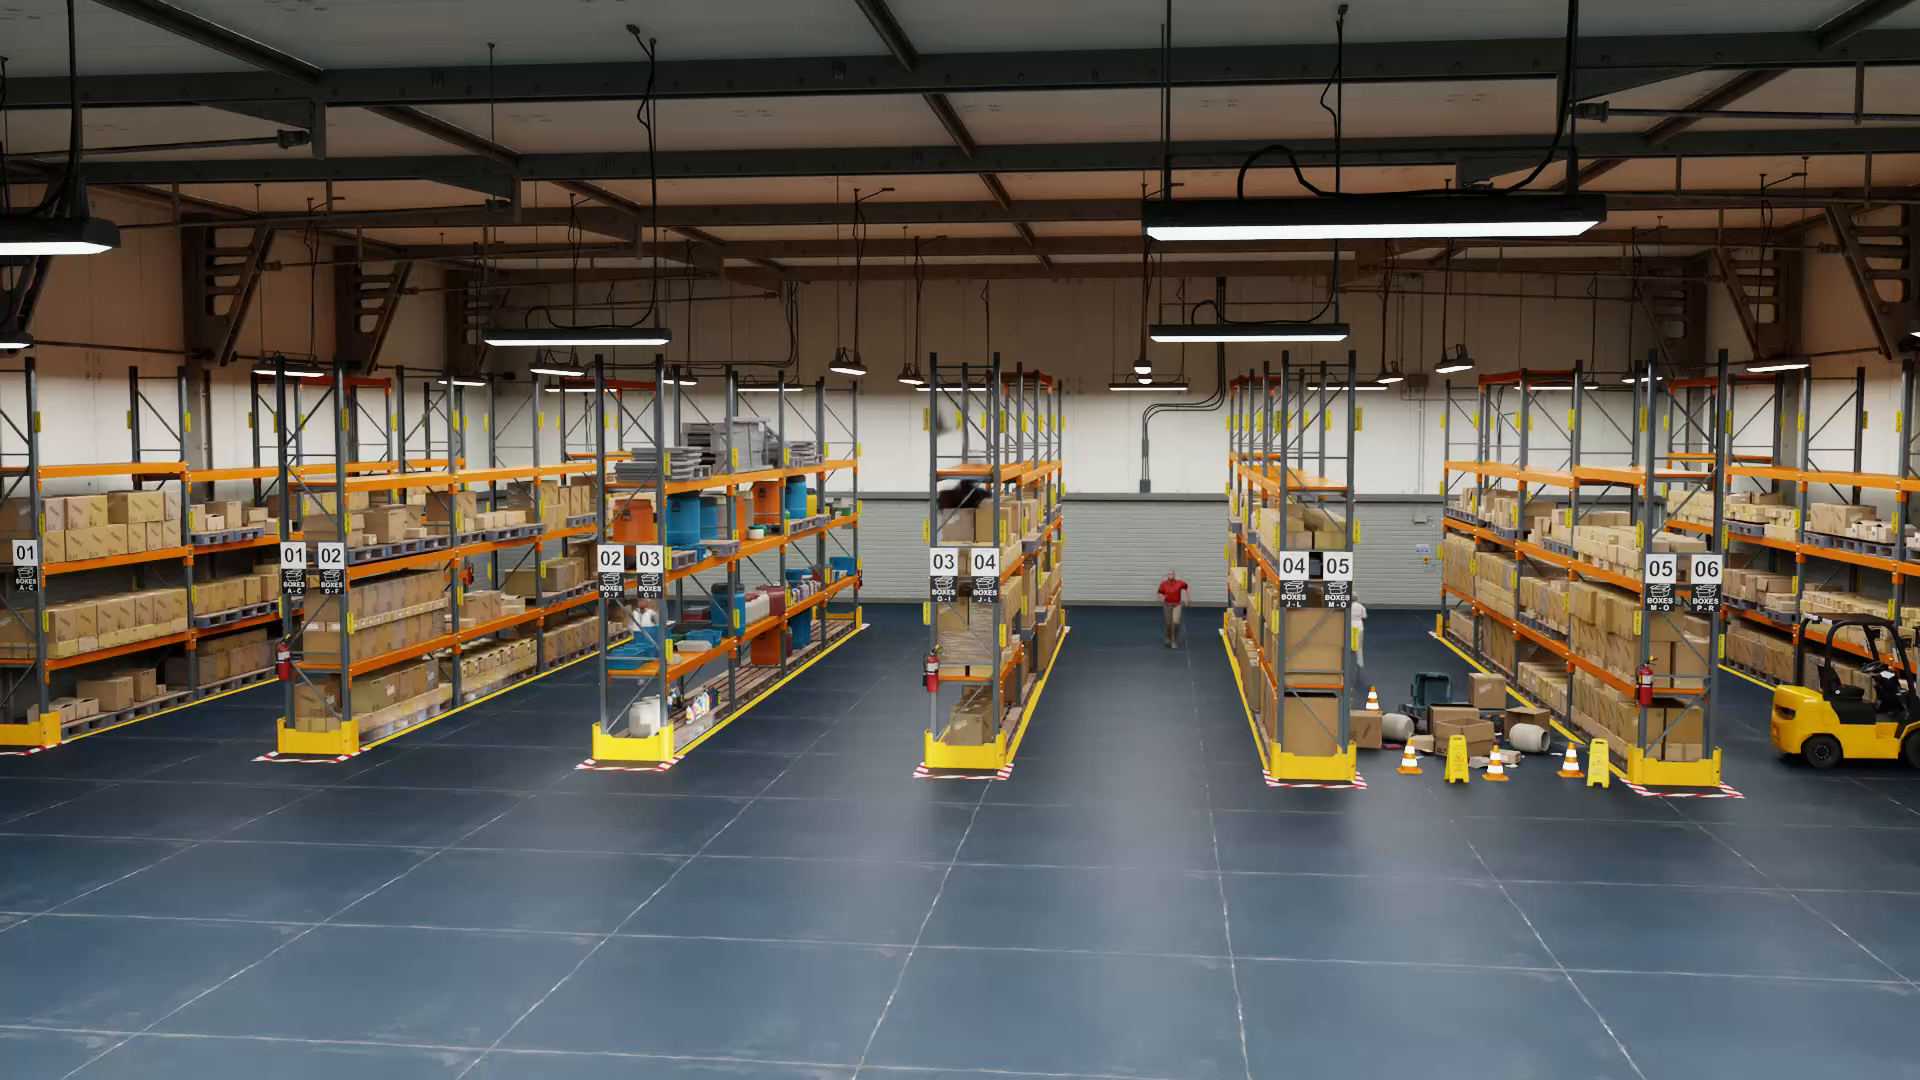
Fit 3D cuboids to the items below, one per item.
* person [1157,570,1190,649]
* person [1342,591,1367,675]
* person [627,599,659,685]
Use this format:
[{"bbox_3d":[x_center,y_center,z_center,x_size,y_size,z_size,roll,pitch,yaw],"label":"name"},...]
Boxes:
[{"bbox_3d":[4.732,1.544,36.916,0.677,1.773,0.903,1,4,17],"label":"person"},{"bbox_3d":[7.728,1.839,32.710,0.598,1.662,0.933,0,4,1],"label":"person"},{"bbox_3d":[-6.058,1.898,31.824,0.661,1.731,0.585,0,4,7],"label":"person"}]
